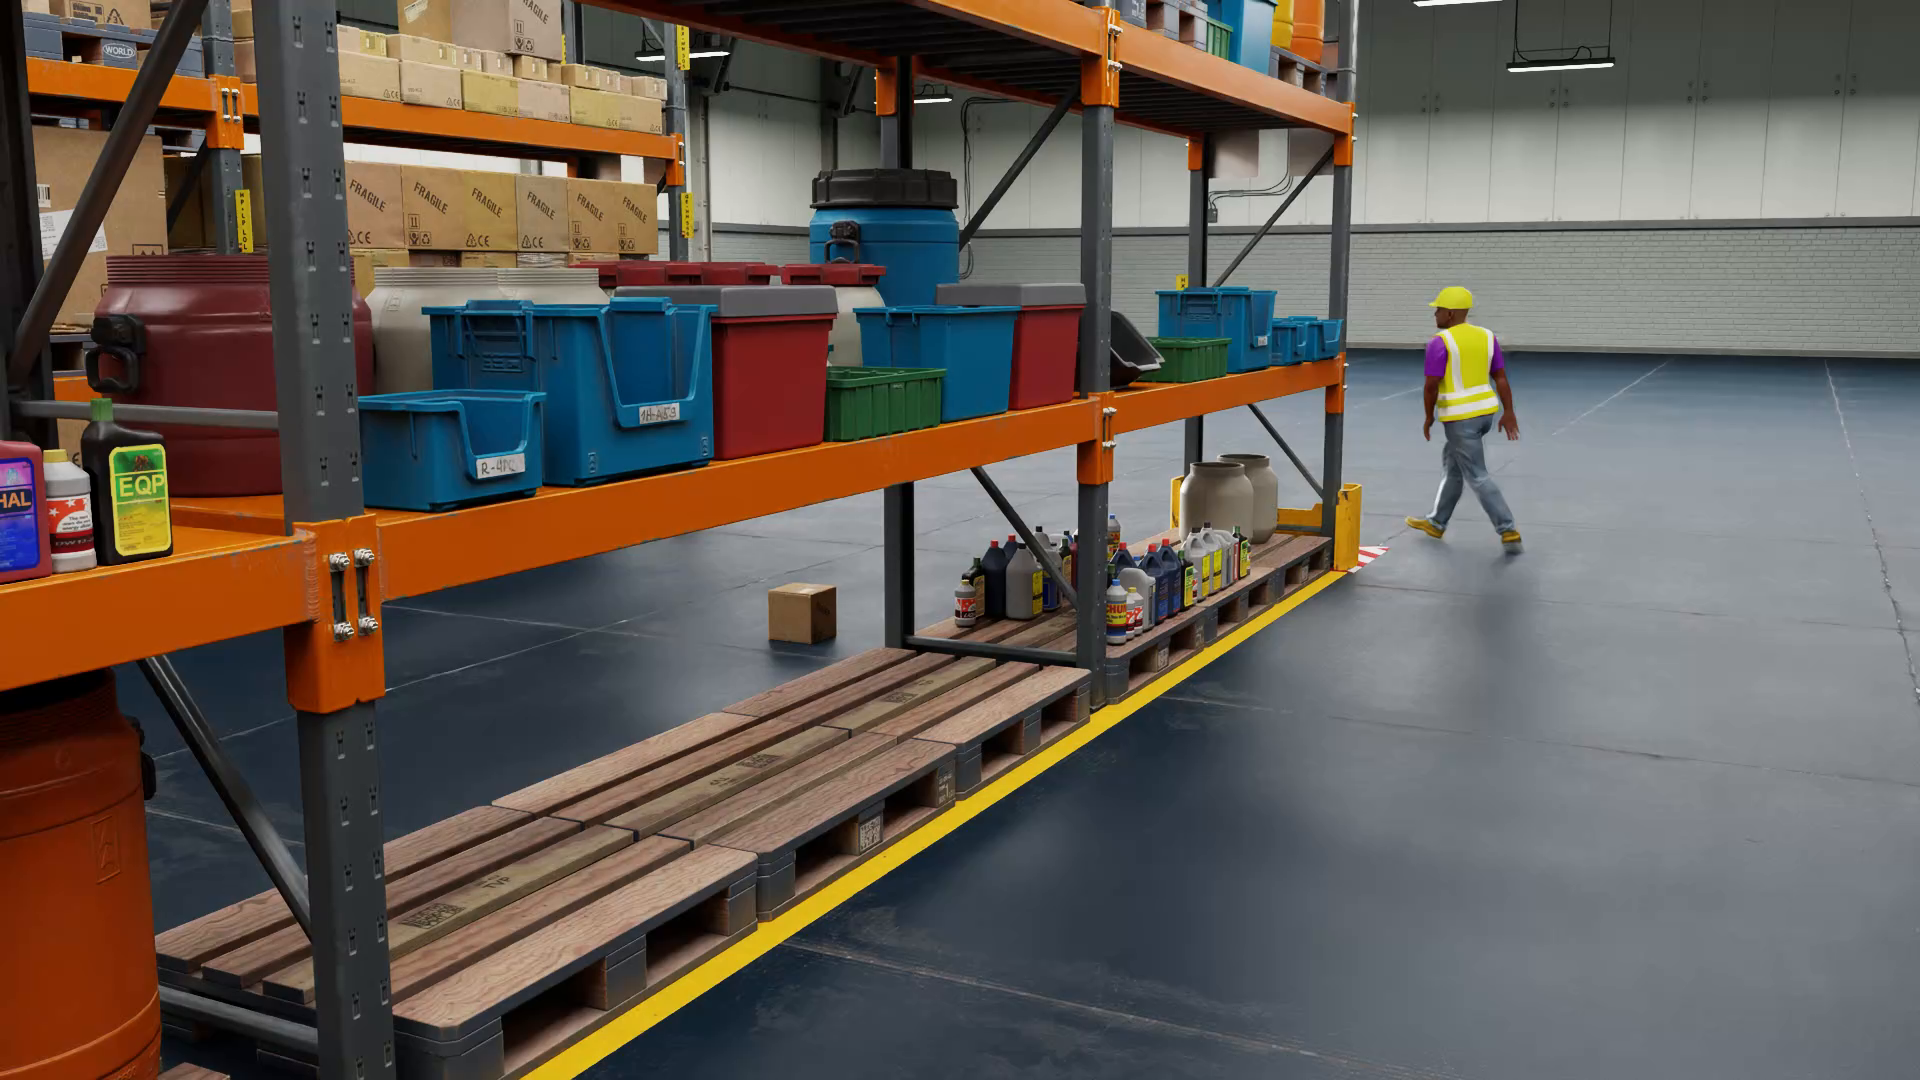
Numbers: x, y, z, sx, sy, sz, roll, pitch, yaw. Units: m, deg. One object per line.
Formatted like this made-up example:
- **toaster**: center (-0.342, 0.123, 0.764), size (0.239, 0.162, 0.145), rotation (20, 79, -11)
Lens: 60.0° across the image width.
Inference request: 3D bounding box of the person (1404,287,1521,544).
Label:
- **person**: center (3.328, -0.822, 11.094), size (0.602, 1.715, 0.958), rotation (-6, 11, -32)
